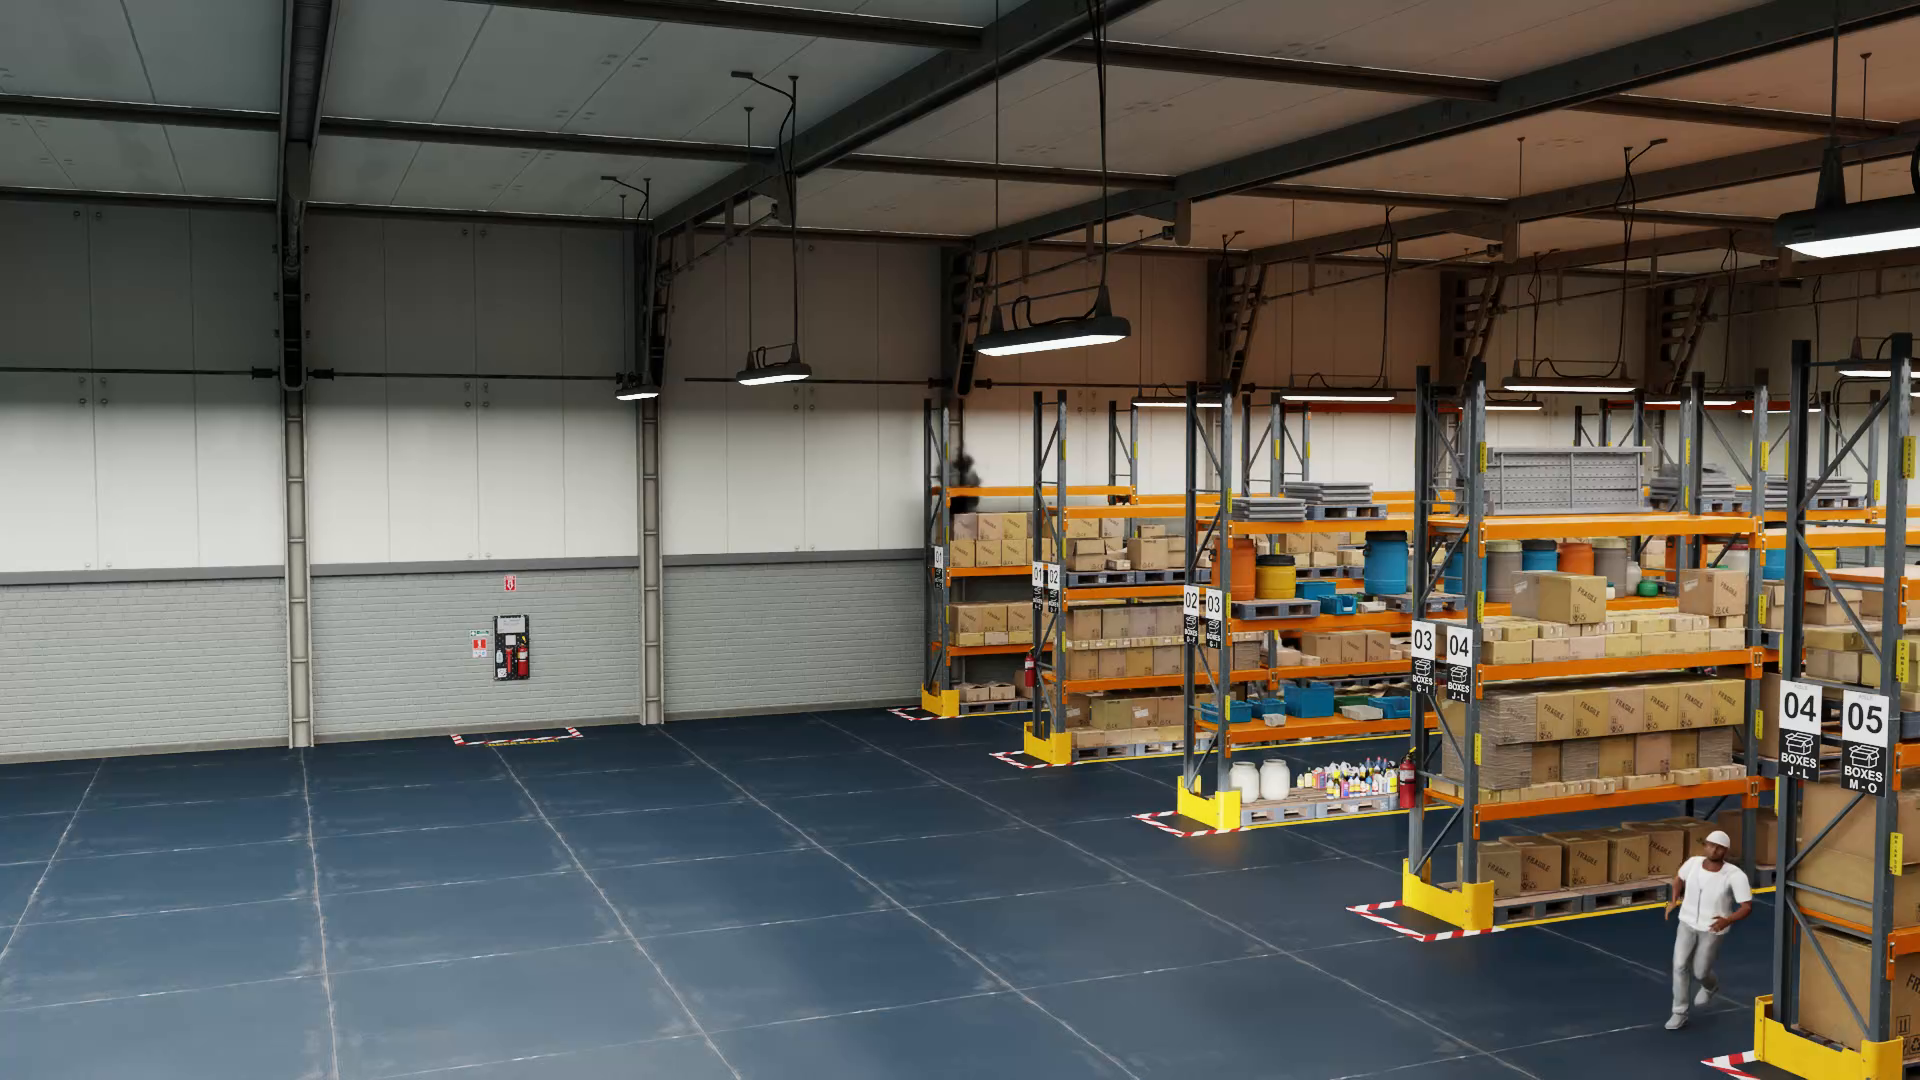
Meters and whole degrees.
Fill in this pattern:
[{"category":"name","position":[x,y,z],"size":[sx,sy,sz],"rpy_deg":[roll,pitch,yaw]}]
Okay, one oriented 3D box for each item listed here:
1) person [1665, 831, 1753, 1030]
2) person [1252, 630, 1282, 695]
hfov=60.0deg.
[{"category":"person","position":[6.605,3.438,14.740],"size":[0.786,1.751,0.745],"rpy_deg":[-3,5,-42]},{"category":"person","position":[5.860,2.522,31.429],"size":[0.969,1.626,0.694],"rpy_deg":[-2,4,-29]}]
